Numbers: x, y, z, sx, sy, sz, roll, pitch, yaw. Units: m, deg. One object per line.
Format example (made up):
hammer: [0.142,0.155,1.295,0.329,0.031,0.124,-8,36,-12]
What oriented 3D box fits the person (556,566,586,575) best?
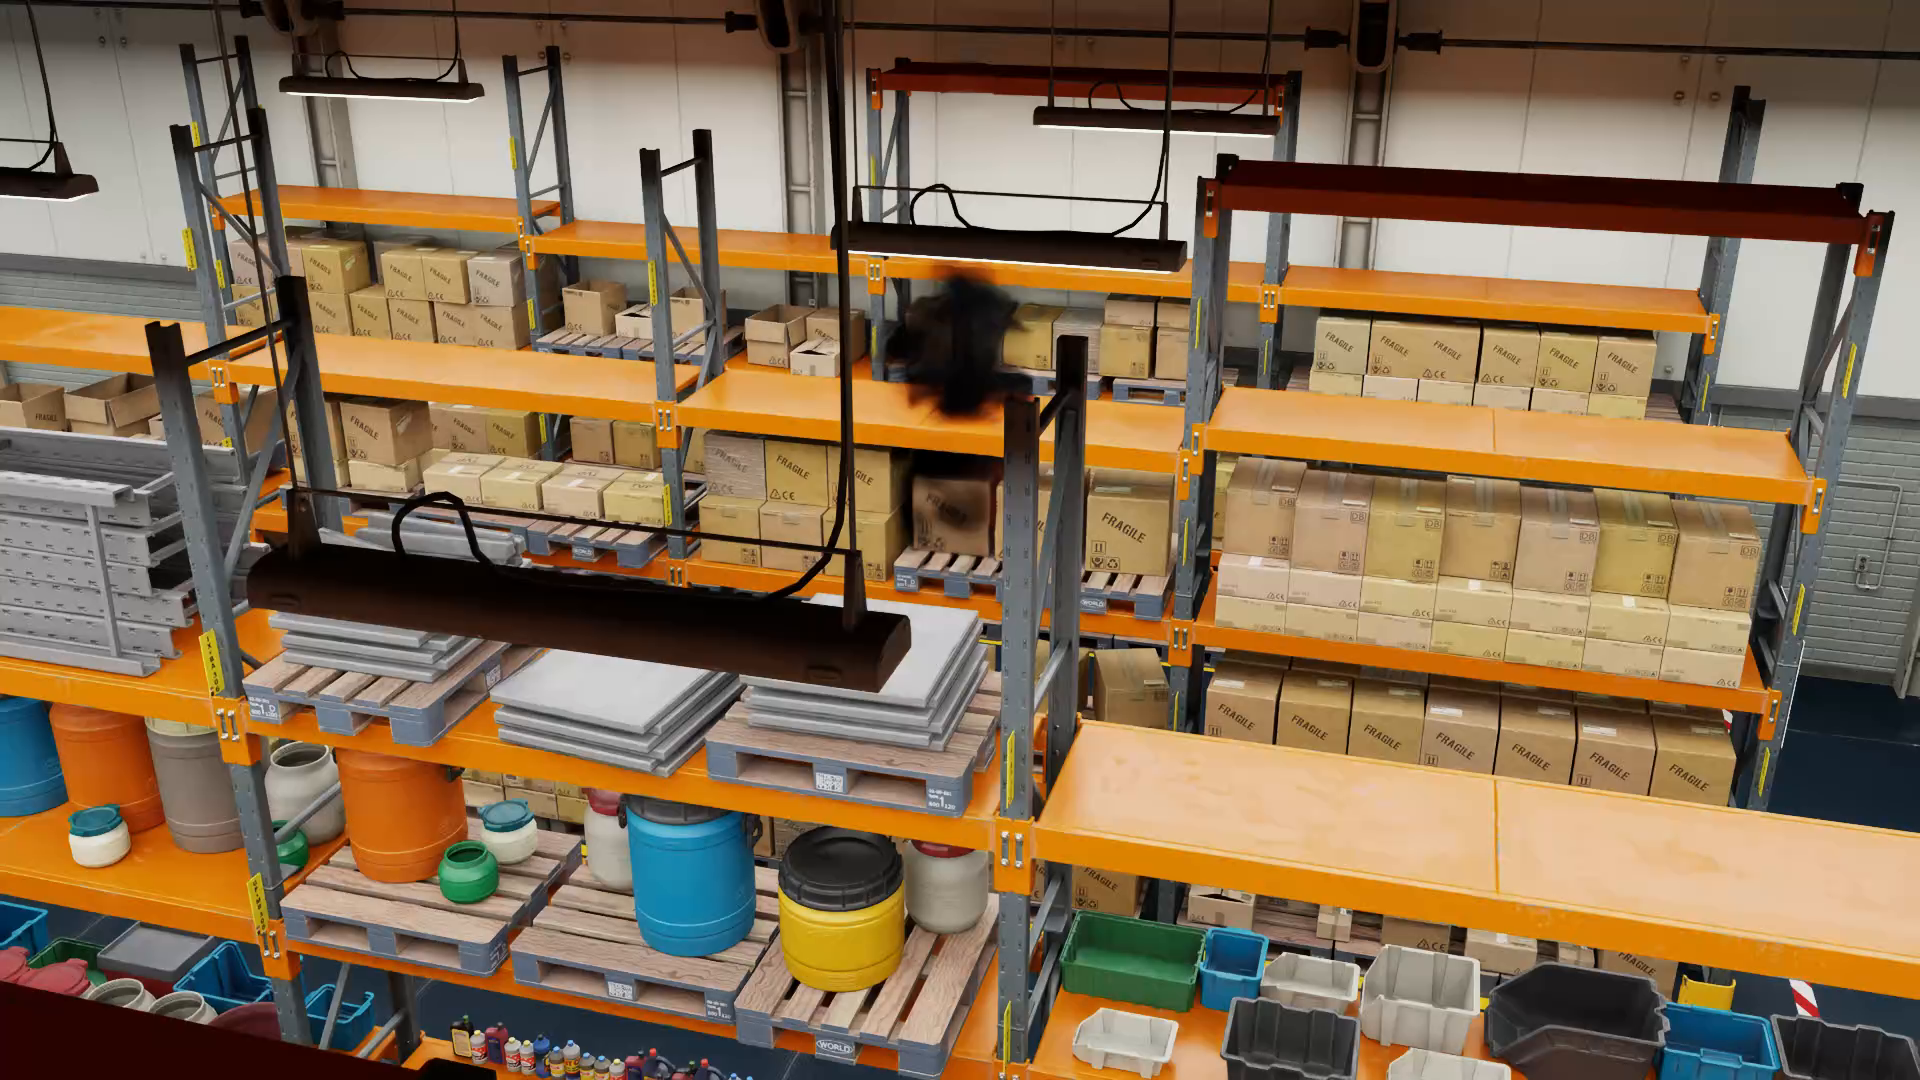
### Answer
person: [-3.857,0.872,16.591,0.711,1.704,0.613,7,23,16]
